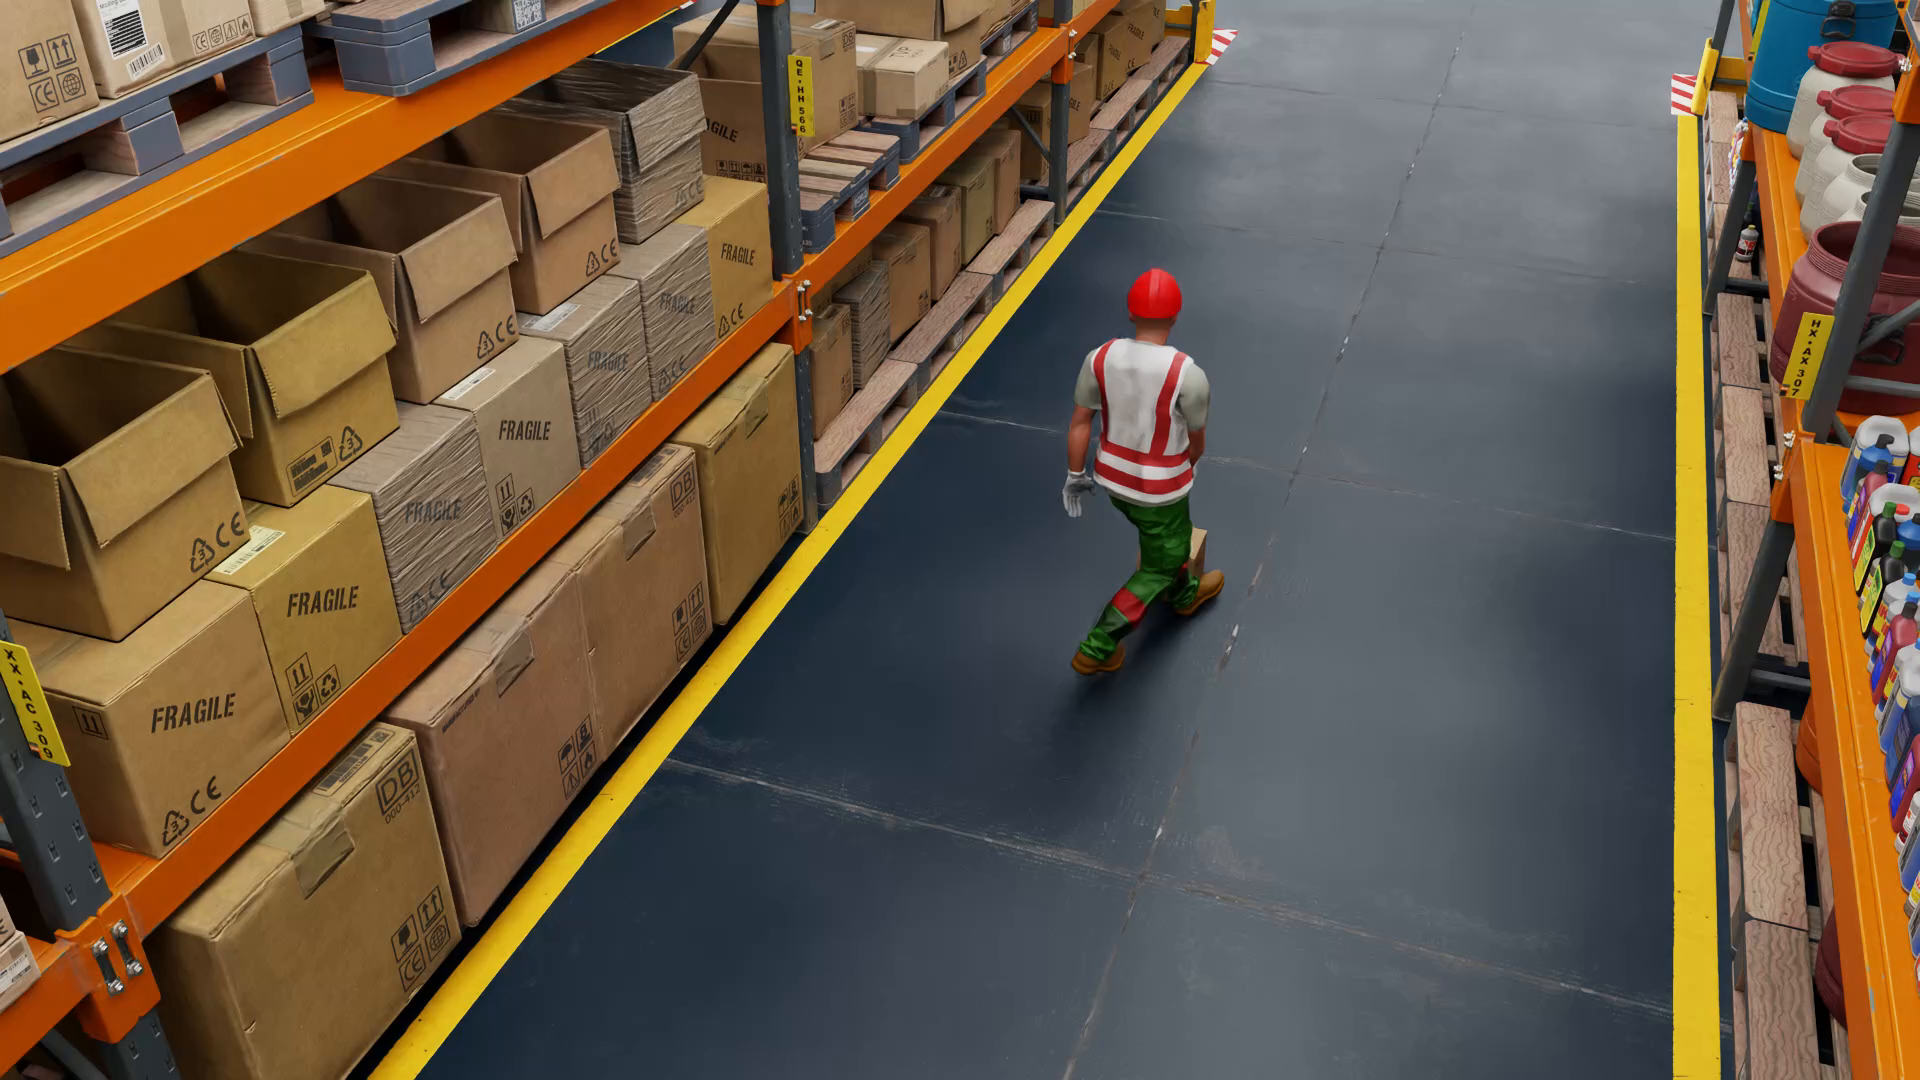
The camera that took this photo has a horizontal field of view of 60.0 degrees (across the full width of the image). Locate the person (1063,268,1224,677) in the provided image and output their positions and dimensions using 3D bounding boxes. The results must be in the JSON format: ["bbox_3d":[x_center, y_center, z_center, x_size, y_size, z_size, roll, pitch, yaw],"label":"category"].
[{"bbox_3d":[0.779,-0.289,6.646,0.506,1.713,1.071,27,42,35],"label":"person"}]
